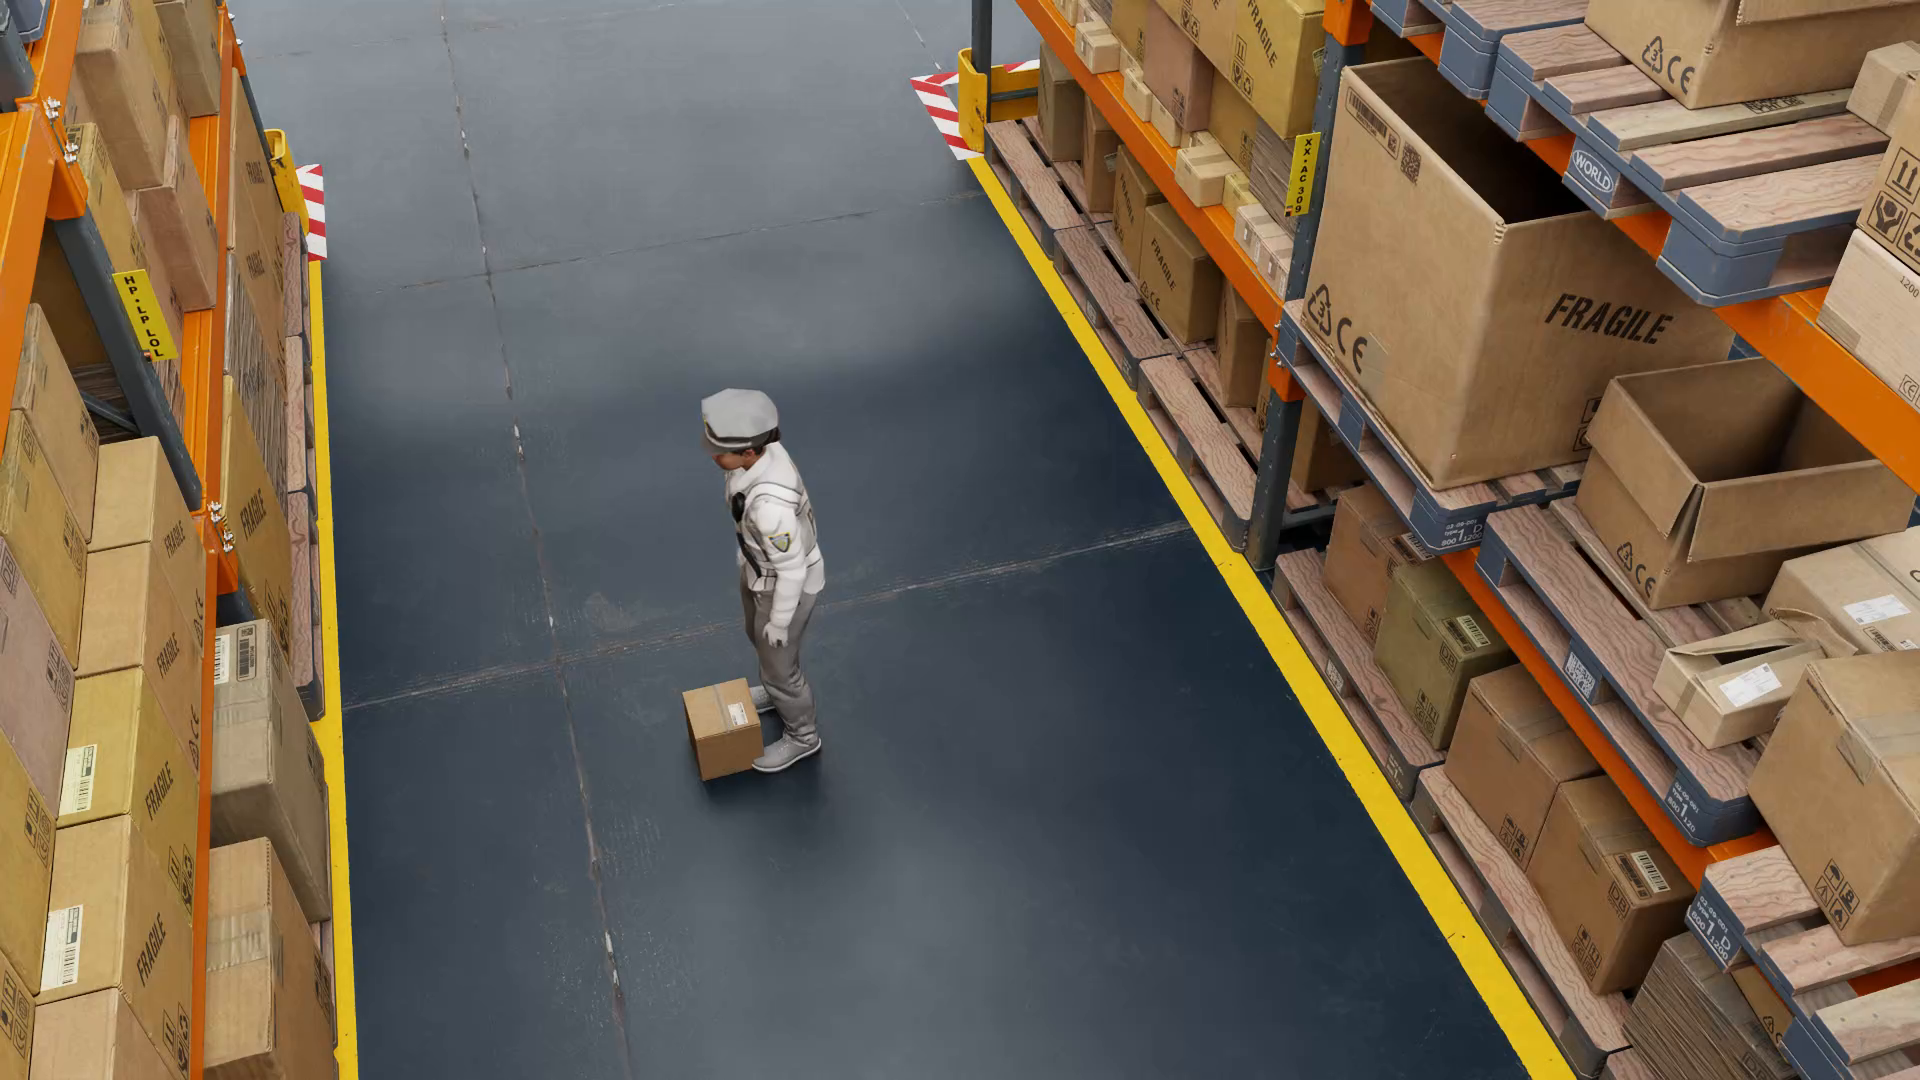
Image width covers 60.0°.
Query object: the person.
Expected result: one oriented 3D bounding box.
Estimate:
[{"bbox_3d":[-0.697,0.127,5.973,0.342,1.600,0.503,-13,44,-14],"label":"person"}]
